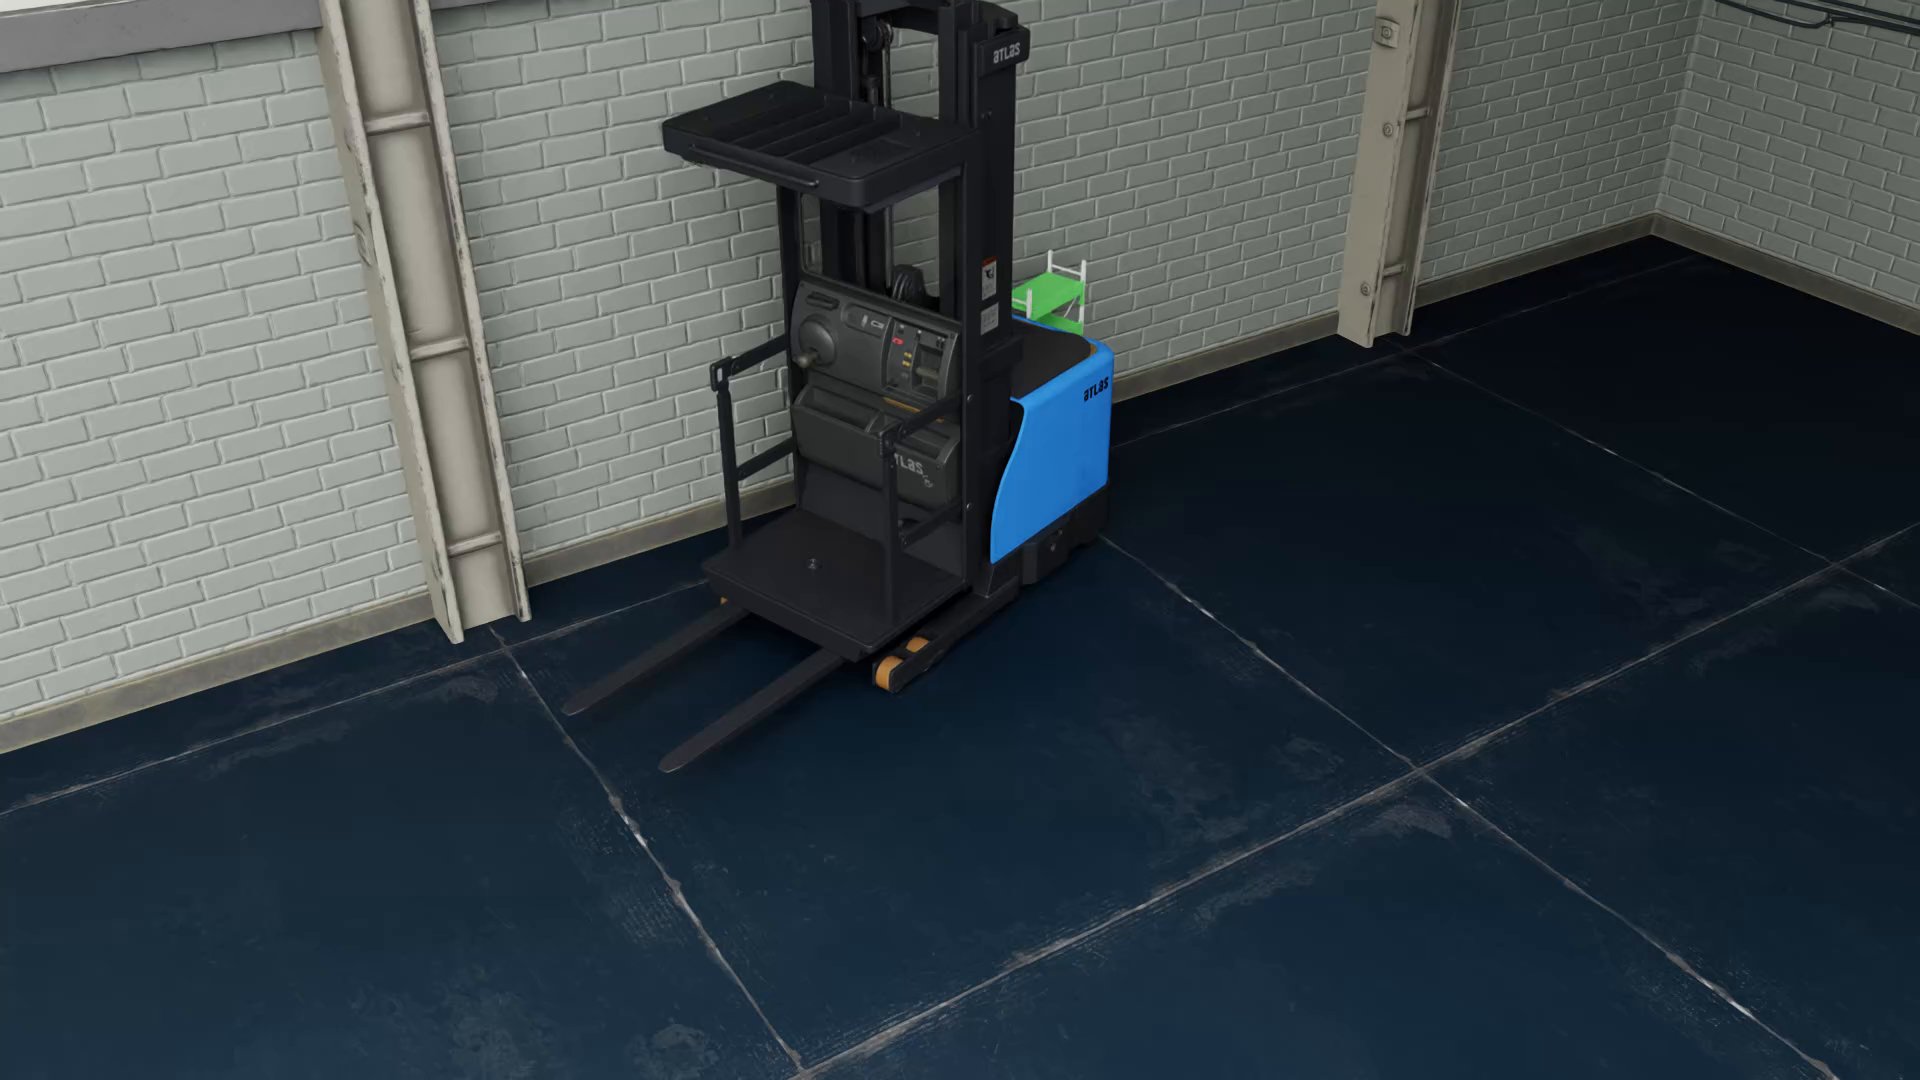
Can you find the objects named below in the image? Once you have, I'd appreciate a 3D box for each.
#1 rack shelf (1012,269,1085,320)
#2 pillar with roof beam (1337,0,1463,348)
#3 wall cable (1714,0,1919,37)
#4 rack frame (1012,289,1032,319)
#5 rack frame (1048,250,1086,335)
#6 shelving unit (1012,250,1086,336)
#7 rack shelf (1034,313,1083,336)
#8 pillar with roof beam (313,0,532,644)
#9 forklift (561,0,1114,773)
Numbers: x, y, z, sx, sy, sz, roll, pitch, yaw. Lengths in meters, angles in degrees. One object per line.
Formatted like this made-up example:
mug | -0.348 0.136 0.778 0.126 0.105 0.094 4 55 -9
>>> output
rack shelf | 0.423 -1.270 8.859 0.258 0.148 0.480 23 39 32
pillar with roof beam | 5.034 -3.236 5.445 0.400 9.000 9.100 -19 37 -27
wall cable | 5.895 -4.112 9.744 0.112 2.526 3.097 -19 37 -27
rack frame | 0.272 -0.816 8.919 0.240 1.200 0.015 23 39 32
rack frame | 0.575 -1.020 9.243 0.240 1.200 0.015 23 39 32
shelving unit | 0.423 -0.918 9.081 0.258 1.200 0.503 23 39 32
rack shelf | 0.423 -1.067 8.987 0.258 0.148 0.480 23 39 32
pillar with roof beam | -0.009 -1.501 2.696 0.400 9.000 9.100 -19 37 -27
forklift | -0.524 -0.839 7.334 1.130 2.935 3.031 23 39 32
